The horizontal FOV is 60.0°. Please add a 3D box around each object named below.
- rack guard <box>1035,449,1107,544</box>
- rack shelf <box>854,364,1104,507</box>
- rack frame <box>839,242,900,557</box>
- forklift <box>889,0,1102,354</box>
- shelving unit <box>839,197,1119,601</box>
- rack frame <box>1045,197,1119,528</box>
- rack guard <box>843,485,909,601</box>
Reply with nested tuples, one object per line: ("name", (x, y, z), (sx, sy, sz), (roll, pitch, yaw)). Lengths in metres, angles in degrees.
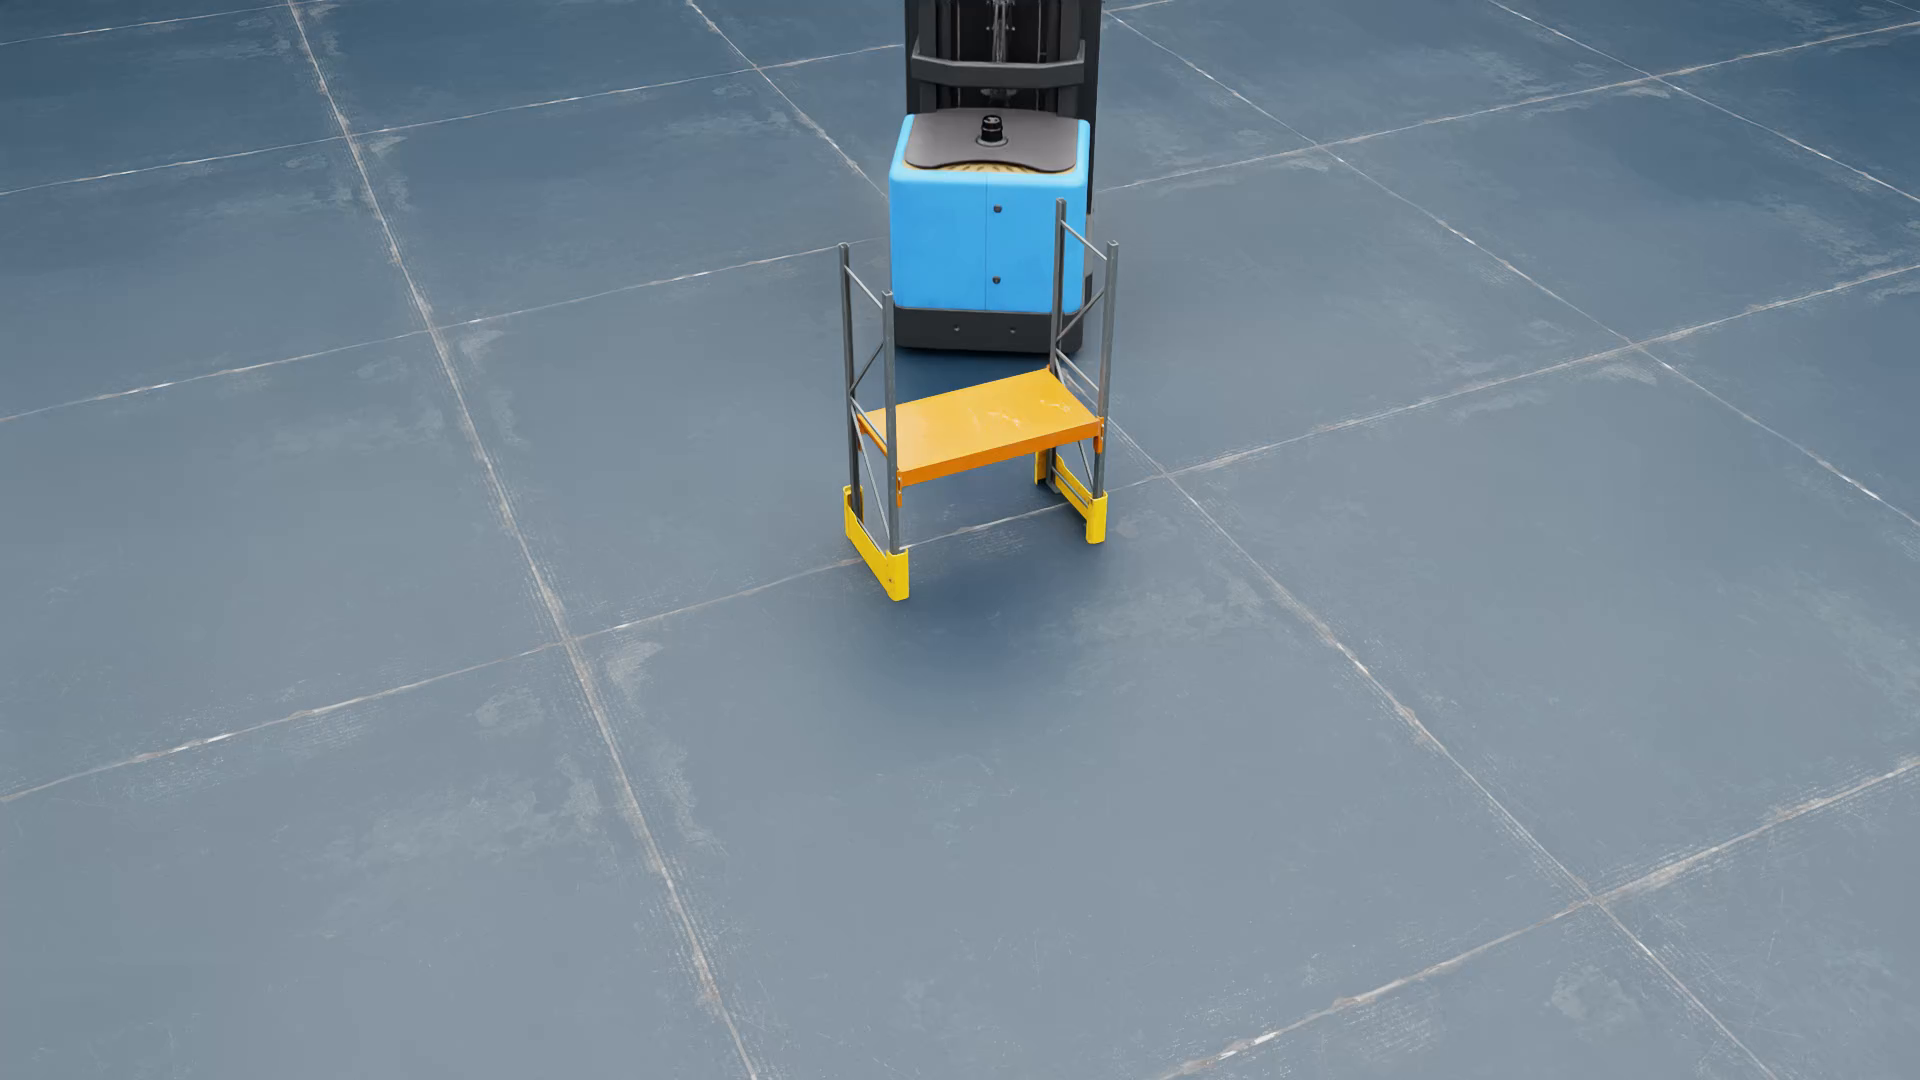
("rack guard", (0.520, -0.246, 7.871), (0.087, 0.250, 0.587), (-16, 39, -20))
("rack shelf", (0.077, -0.480, 7.439), (1.000, 0.185, 0.538), (-16, 39, -20))
("rack frame", (-0.383, -0.495, 7.159), (0.032, 1.500, 0.500), (-16, 39, -20))
("forklift", (0.258, -3.046, 9.396), (1.130, 2.935, 3.031), (3, 37, 4))
("shelving unit", (0.069, -0.622, 7.329), (1.083, 1.500, 0.587), (-16, 39, -20))
("rack frame", (0.537, -0.753, 7.506), (0.032, 1.500, 0.500), (-16, 39, -20))
("rack guard", (-0.382, 0.006, 7.532), (0.087, 0.250, 0.587), (-16, 39, -20))
